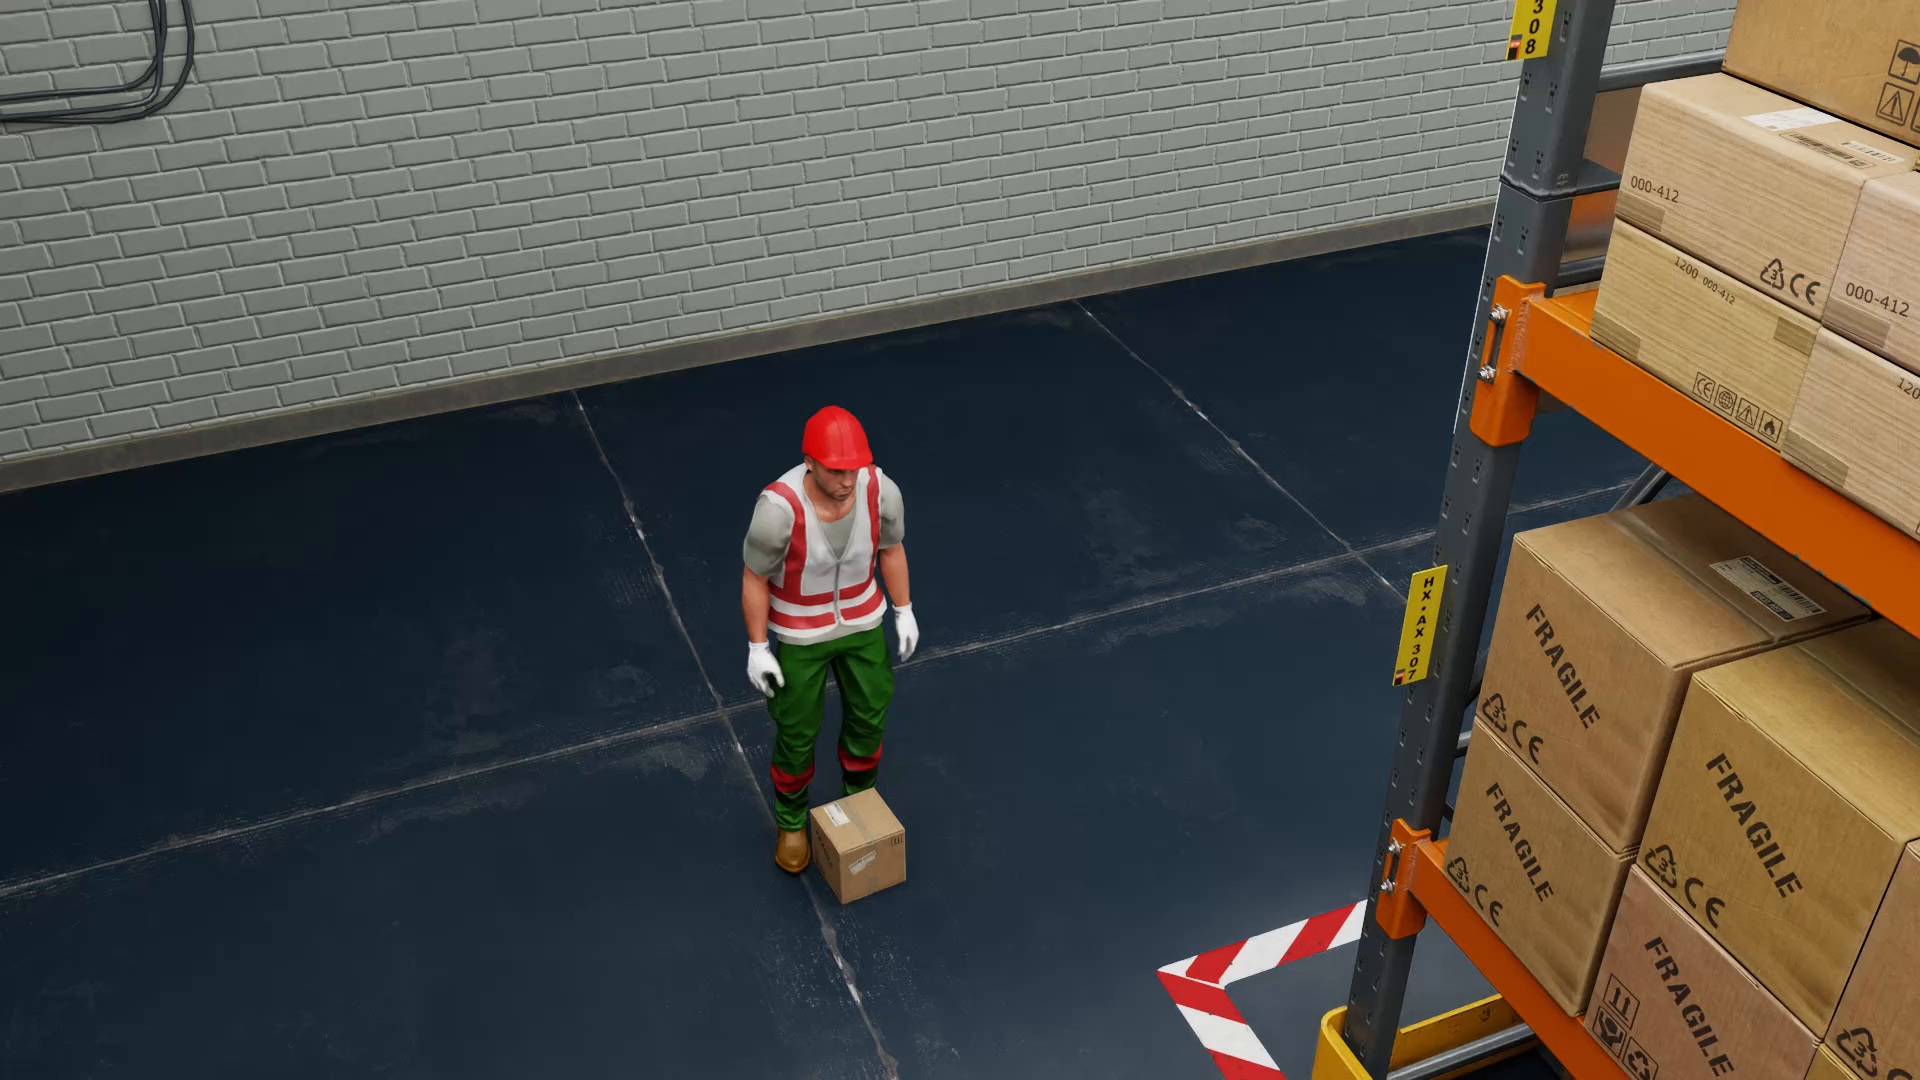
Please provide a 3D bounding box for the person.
[{"bbox_3d":[-0.431,0.298,5.617,0.590,1.721,0.453,-14,36,-20],"label":"person"}]
